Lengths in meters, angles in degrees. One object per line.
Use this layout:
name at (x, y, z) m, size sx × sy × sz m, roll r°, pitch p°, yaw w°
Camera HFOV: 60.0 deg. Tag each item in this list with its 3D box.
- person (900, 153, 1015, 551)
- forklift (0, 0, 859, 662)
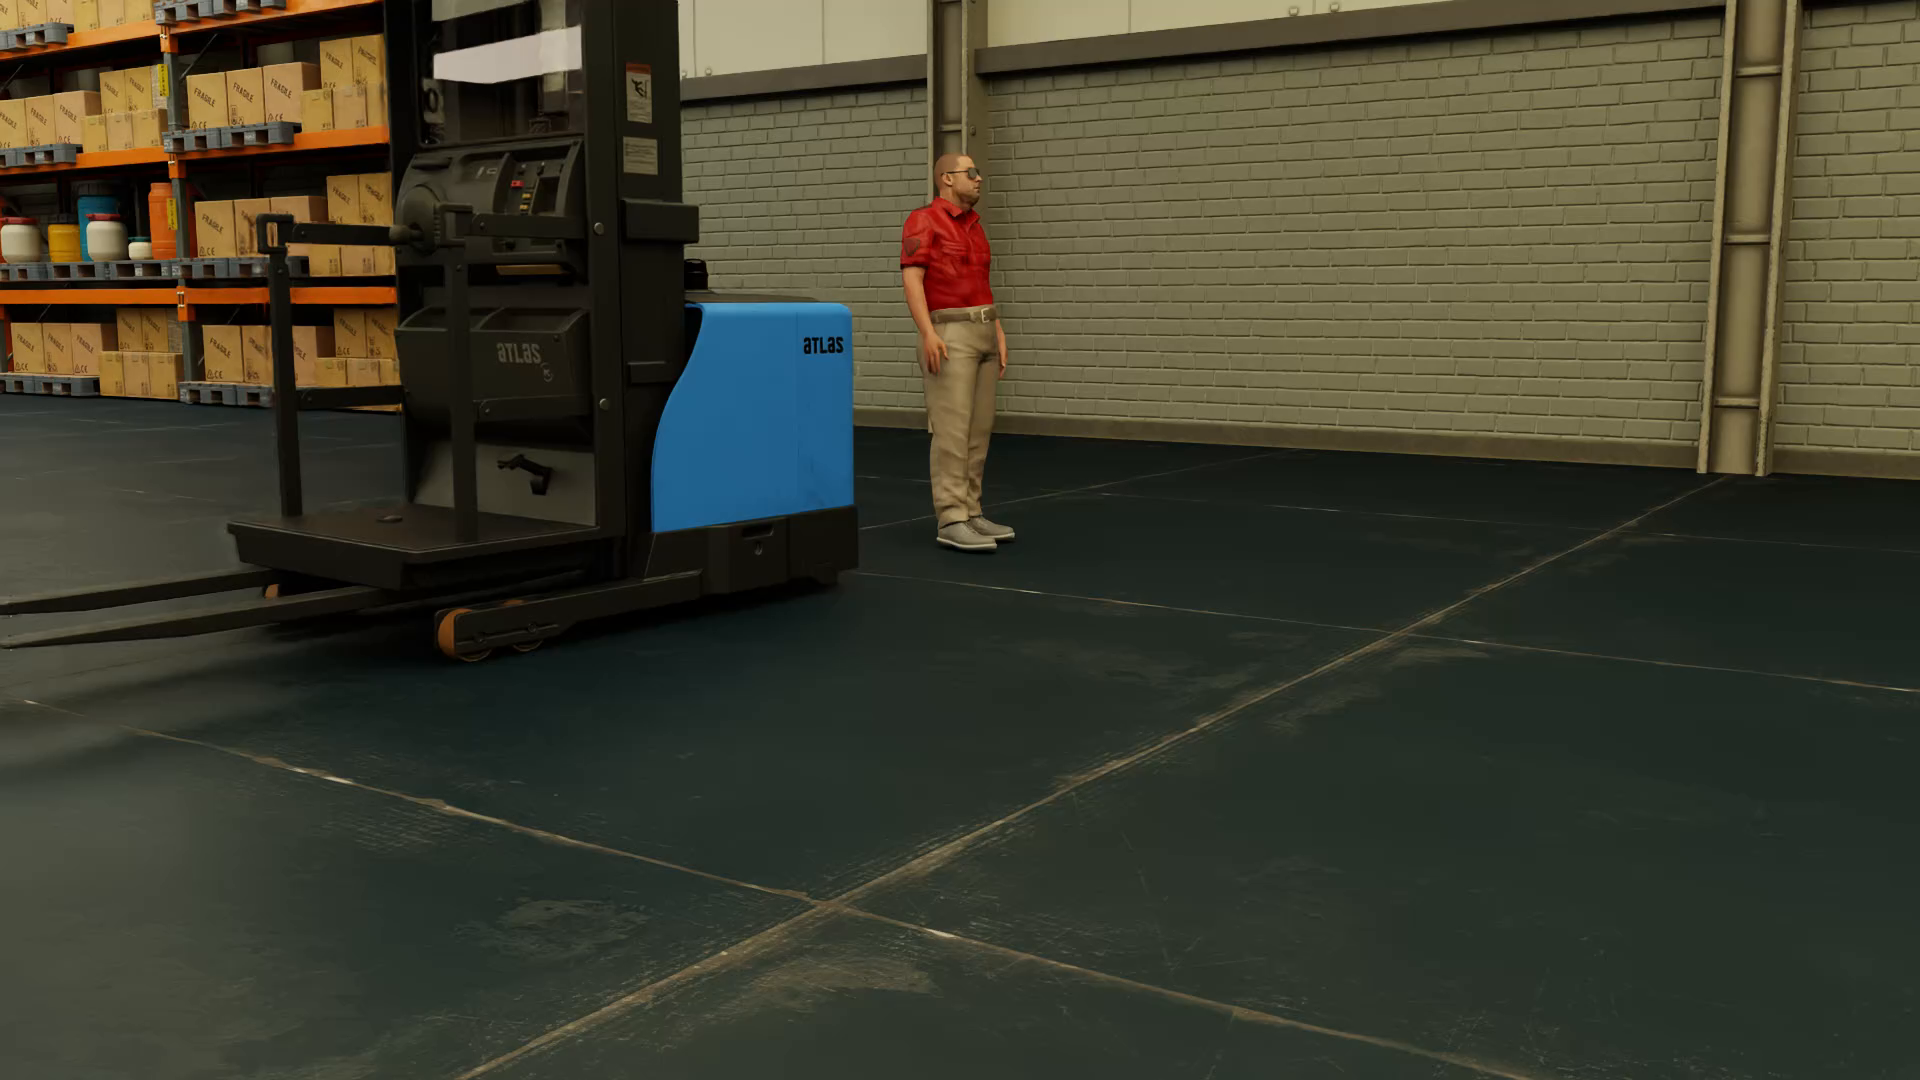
person at (0.068, -0.855, 7.422) m, size 0.550 × 1.727 × 0.641 m, roll 5°, pitch 10°, yaw 34°
forklift at (-1.702, -1.160, 5.353) m, size 1.130 × 2.935 × 3.031 m, roll 6°, pitch 10°, yaw 38°
